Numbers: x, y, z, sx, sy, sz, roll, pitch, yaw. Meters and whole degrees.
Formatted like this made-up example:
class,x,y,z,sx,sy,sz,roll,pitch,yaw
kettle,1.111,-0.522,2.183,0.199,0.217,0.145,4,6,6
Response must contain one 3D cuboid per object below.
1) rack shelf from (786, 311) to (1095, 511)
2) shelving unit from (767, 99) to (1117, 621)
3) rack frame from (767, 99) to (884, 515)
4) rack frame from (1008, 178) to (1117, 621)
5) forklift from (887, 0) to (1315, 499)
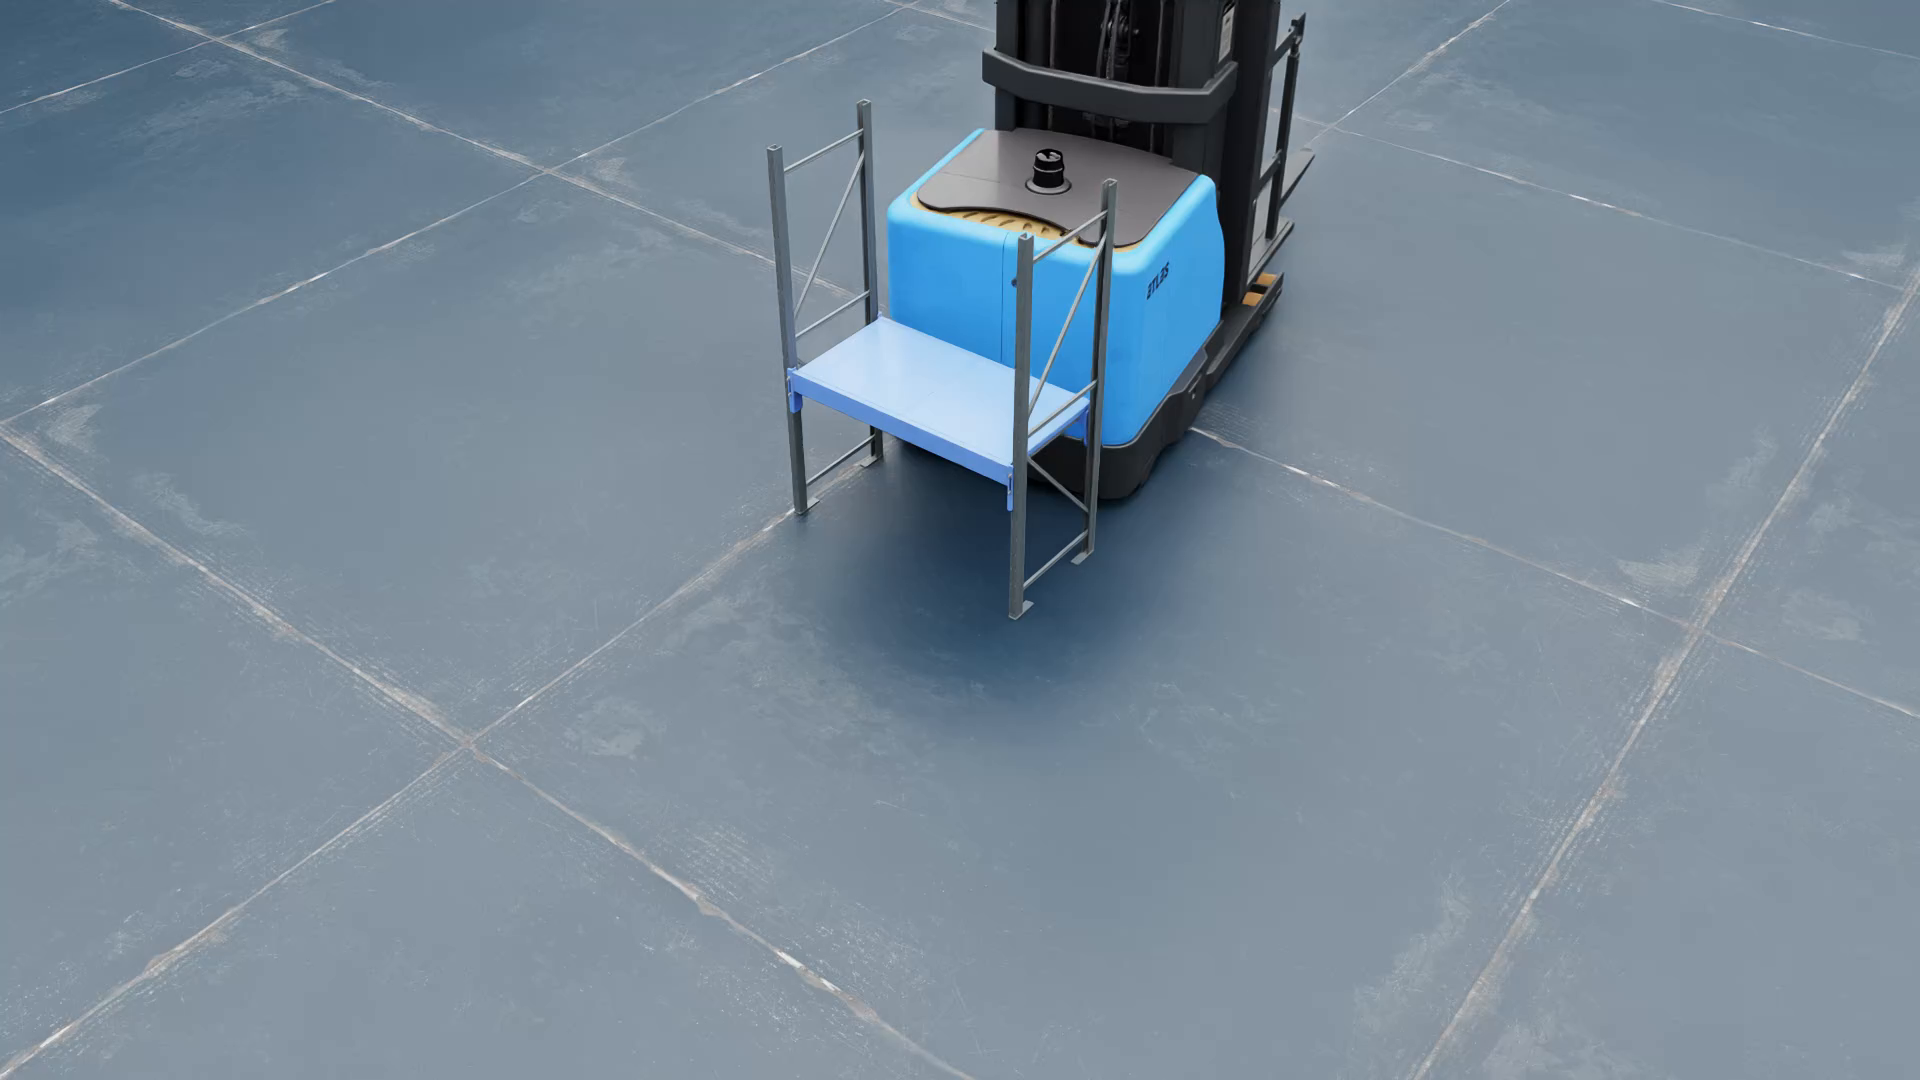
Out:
class,x,y,z,sx,sy,sz,roll,pitch,yaw
rack shelf,-0.068,-0.481,5.939,1.000,0.185,0.538,25,45,29
shelving unit,-0.068,-0.622,5.828,1.048,1.500,0.538,25,45,29
rack frame,-0.472,-0.813,6.072,0.032,1.500,0.500,25,45,29
rack frame,0.336,-0.432,5.585,0.032,1.500,0.500,25,45,29
forklift,0.821,-2.208,6.693,1.130,2.935,3.031,17,41,20
